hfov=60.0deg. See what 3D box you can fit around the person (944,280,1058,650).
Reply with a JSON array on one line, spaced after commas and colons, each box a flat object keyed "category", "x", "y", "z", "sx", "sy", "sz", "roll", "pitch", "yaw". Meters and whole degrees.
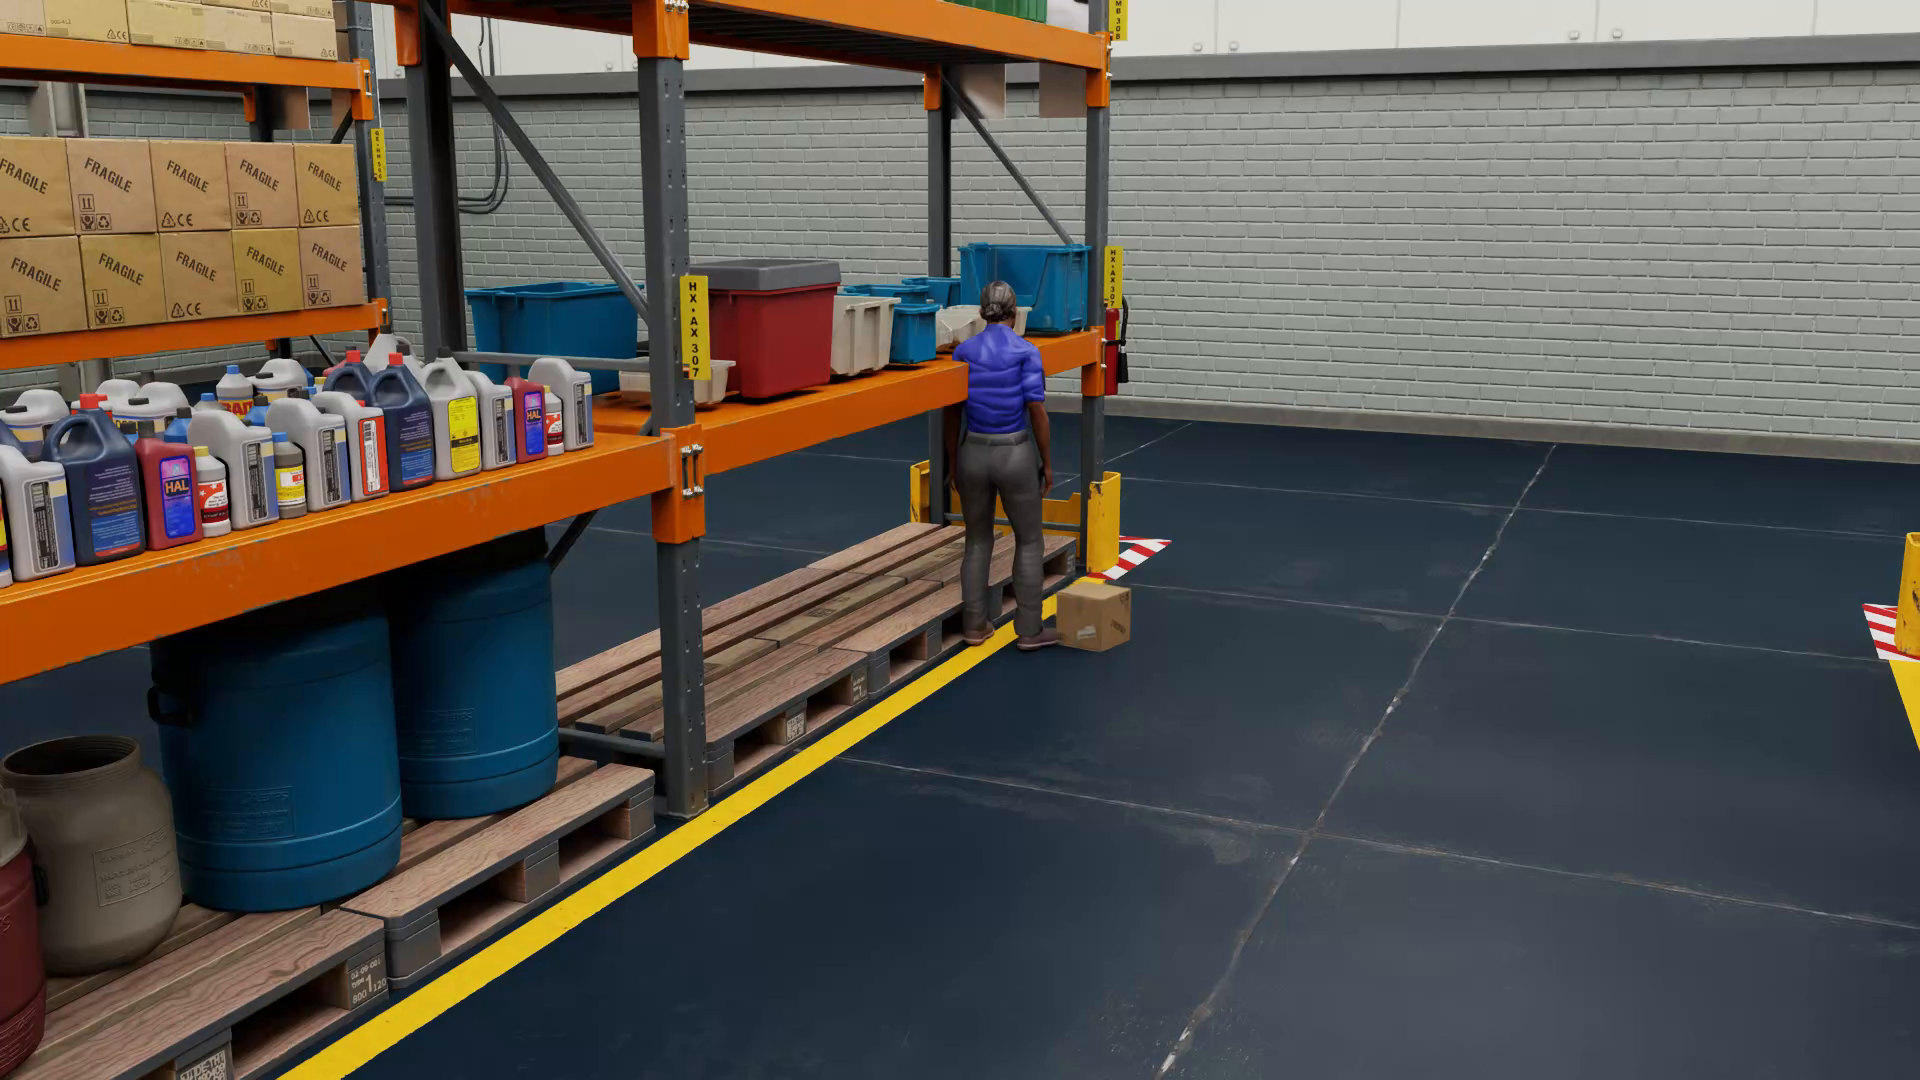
[{"category": "person", "x": 0.189, "y": -0.333, "z": 7.505, "sx": 0.528, "sy": 1.653, "sz": 0.350, "roll": 4, "pitch": 13, "yaw": 20}]
